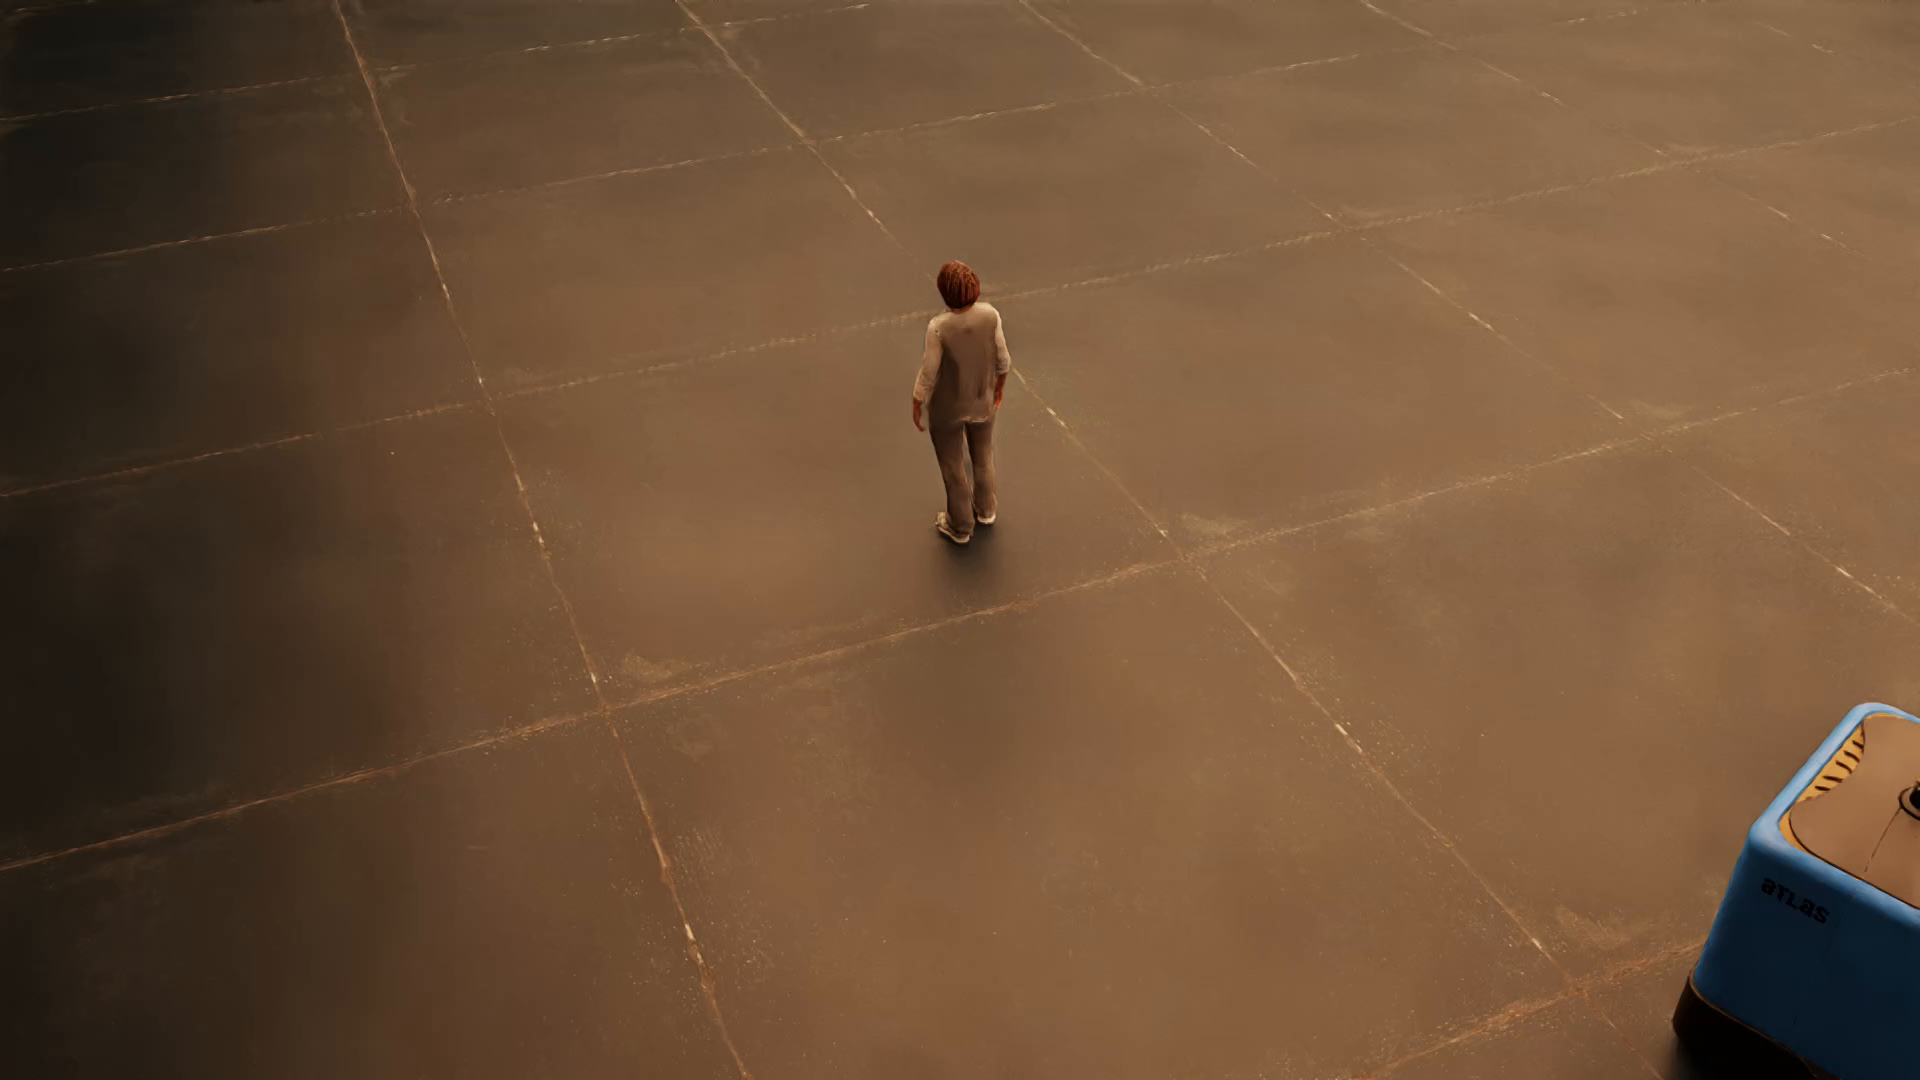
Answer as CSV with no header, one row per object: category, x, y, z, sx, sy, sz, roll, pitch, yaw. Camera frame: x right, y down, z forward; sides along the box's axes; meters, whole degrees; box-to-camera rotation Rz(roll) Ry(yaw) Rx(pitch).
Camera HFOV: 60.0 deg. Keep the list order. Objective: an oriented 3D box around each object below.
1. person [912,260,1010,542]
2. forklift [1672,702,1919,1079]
person,-0.016,-0.699,8.221,0.521,1.597,0.474,-14,38,-19
forklift,3.979,1.042,4.634,1.130,2.935,3.031,-30,45,-35
